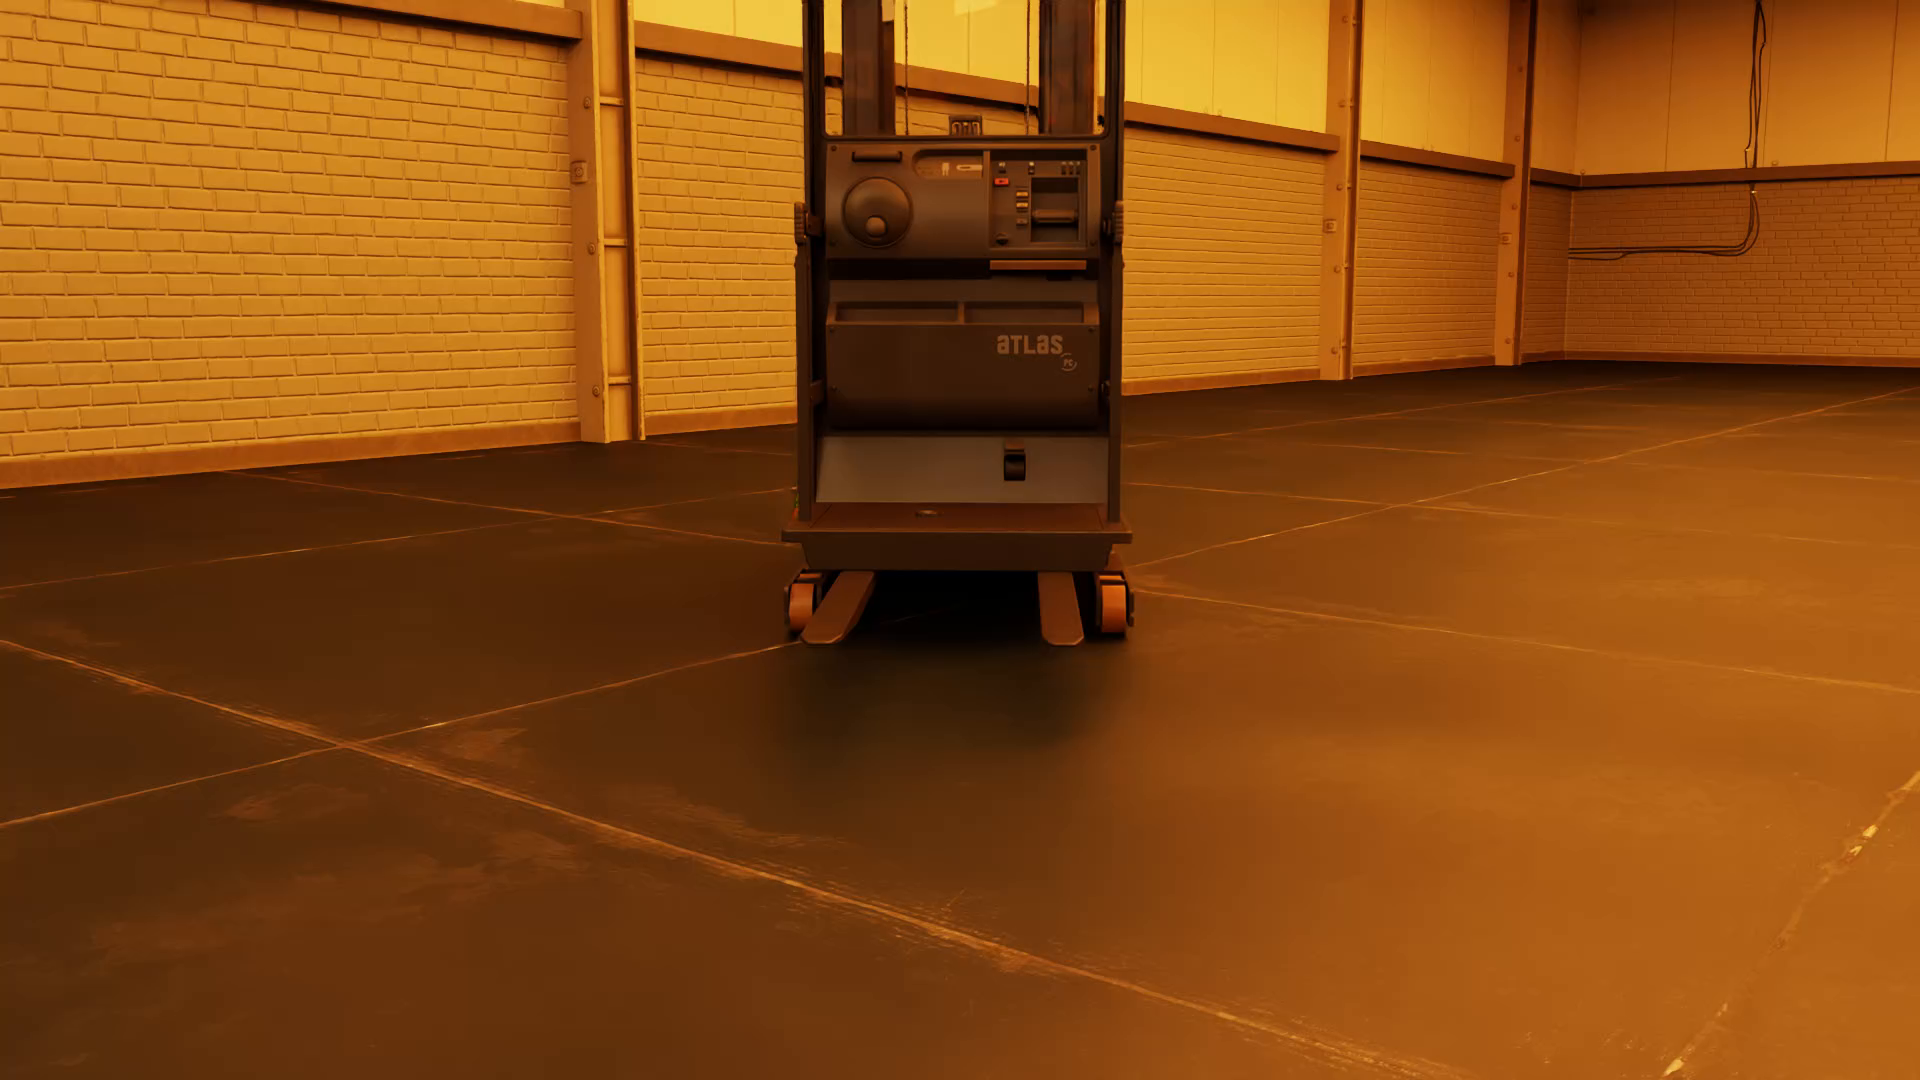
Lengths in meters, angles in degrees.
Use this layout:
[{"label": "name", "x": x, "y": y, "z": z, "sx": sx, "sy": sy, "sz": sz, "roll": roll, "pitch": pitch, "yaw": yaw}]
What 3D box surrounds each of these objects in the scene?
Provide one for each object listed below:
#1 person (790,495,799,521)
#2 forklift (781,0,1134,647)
[{"label": "person", "x": -0.373, "y": -0.881, "z": 7.811, "sx": 0.961, "sy": 1.640, "sz": 0.743, "roll": 8, "pitch": 12, "yaw": 44}, {"label": "forklift", "x": 0.005, "y": -1.192, "z": 5.430, "sx": 1.130, "sy": 2.935, "sz": 3.031, "roll": 0, "pitch": 8, "yaw": 2}]
